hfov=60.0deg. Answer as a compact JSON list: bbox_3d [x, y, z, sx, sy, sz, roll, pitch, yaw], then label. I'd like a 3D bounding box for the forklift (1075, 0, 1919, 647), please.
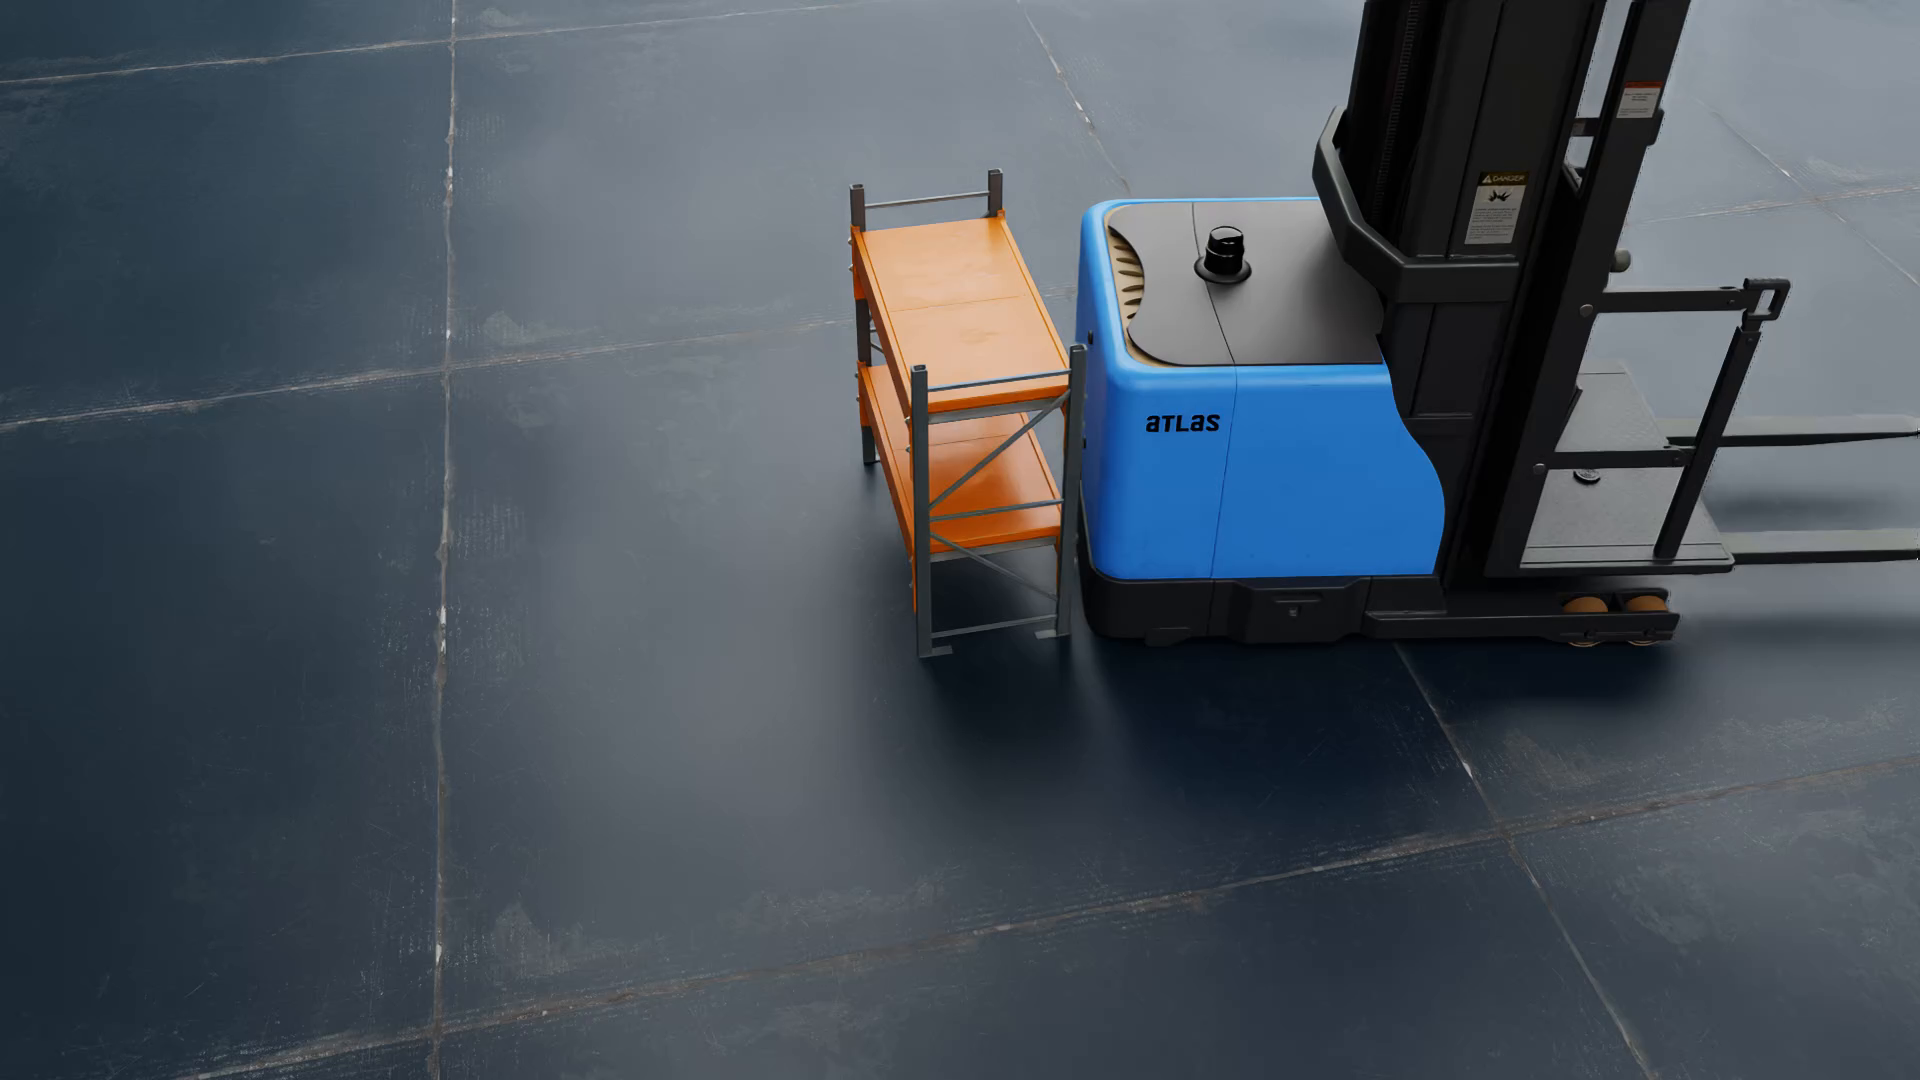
[{"bbox_3d":[1.906,-1.105,4.787,3.031,2.935,1.130,-1,42,-1],"label":"forklift"}]

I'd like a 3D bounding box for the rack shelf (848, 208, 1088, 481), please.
[{"bbox_3d":[0.001,-0.635,5.177,0.538,0.278,1.000,-8,42,-9],"label":"rack shelf"}]

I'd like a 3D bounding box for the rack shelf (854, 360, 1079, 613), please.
[{"bbox_3d":[0.001,-0.234,5.534,0.538,0.278,1.000,-8,42,-9],"label":"rack shelf"}]

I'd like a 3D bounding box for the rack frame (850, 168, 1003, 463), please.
[{"bbox_3d":[-0.108,-0.746,5.743,0.500,1.125,0.032,-8,42,-9],"label":"rack frame"}]

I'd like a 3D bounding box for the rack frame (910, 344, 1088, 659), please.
[{"bbox_3d":[0.110,-0.087,5.000,0.500,1.125,0.032,-8,42,-9],"label":"rack frame"}]

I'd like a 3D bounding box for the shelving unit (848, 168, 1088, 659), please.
[{"bbox_3d":[0.001,-0.416,5.372,0.538,1.125,1.048,-8,42,-9],"label":"shelving unit"}]
